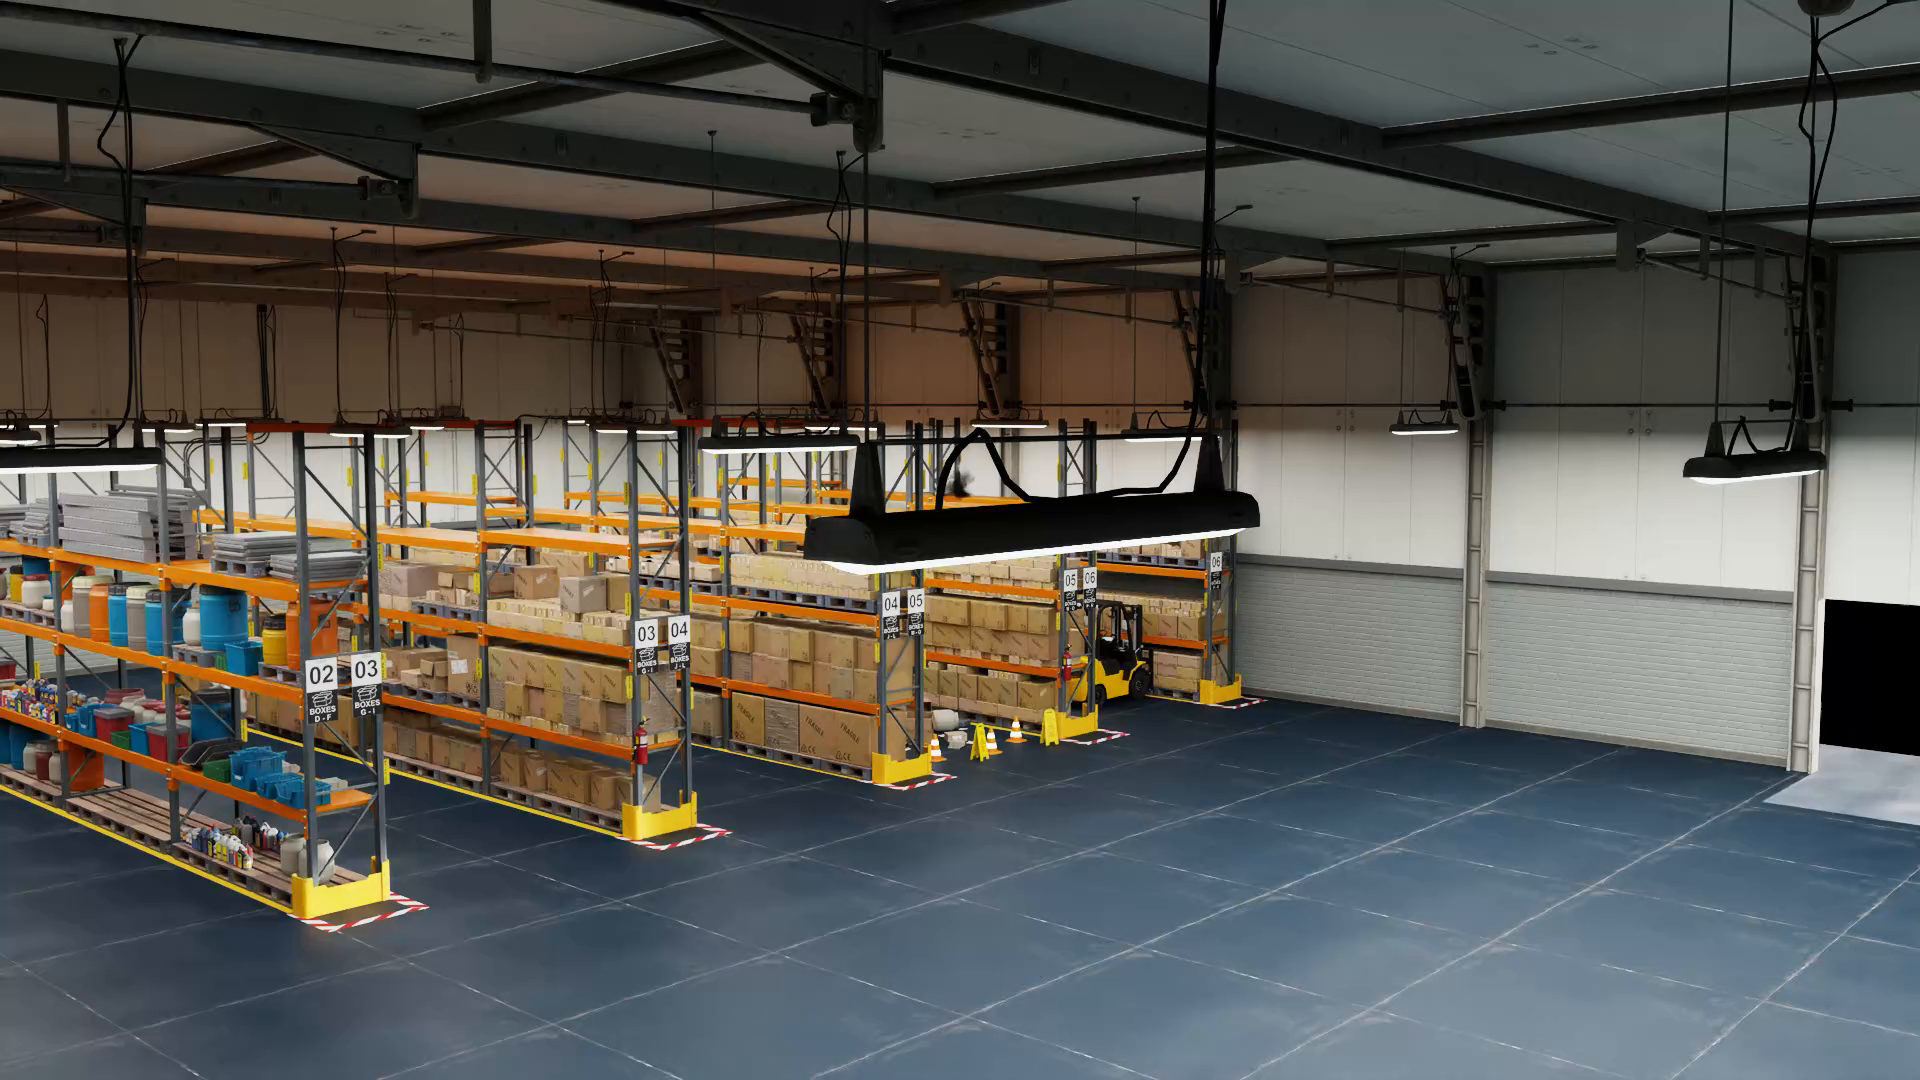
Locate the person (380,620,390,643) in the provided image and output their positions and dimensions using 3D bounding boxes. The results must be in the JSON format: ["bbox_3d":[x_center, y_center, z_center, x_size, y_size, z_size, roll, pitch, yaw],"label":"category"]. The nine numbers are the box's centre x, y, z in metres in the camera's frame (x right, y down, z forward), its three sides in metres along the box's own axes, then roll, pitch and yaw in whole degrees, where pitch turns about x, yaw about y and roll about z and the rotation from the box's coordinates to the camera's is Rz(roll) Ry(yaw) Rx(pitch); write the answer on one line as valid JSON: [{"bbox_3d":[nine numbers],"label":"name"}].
[{"bbox_3d":[-12.712,2.540,36.490,0.887,1.597,0.536,4,6,42],"label":"person"}]

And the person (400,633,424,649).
[{"bbox_3d":[-13.234,2.207,40.212,0.723,1.720,0.637,4,6,39],"label":"person"}]

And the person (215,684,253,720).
[{"bbox_3d":[-12.749,3.052,29.236,0.781,1.814,0.648,4,6,37],"label":"person"}]
